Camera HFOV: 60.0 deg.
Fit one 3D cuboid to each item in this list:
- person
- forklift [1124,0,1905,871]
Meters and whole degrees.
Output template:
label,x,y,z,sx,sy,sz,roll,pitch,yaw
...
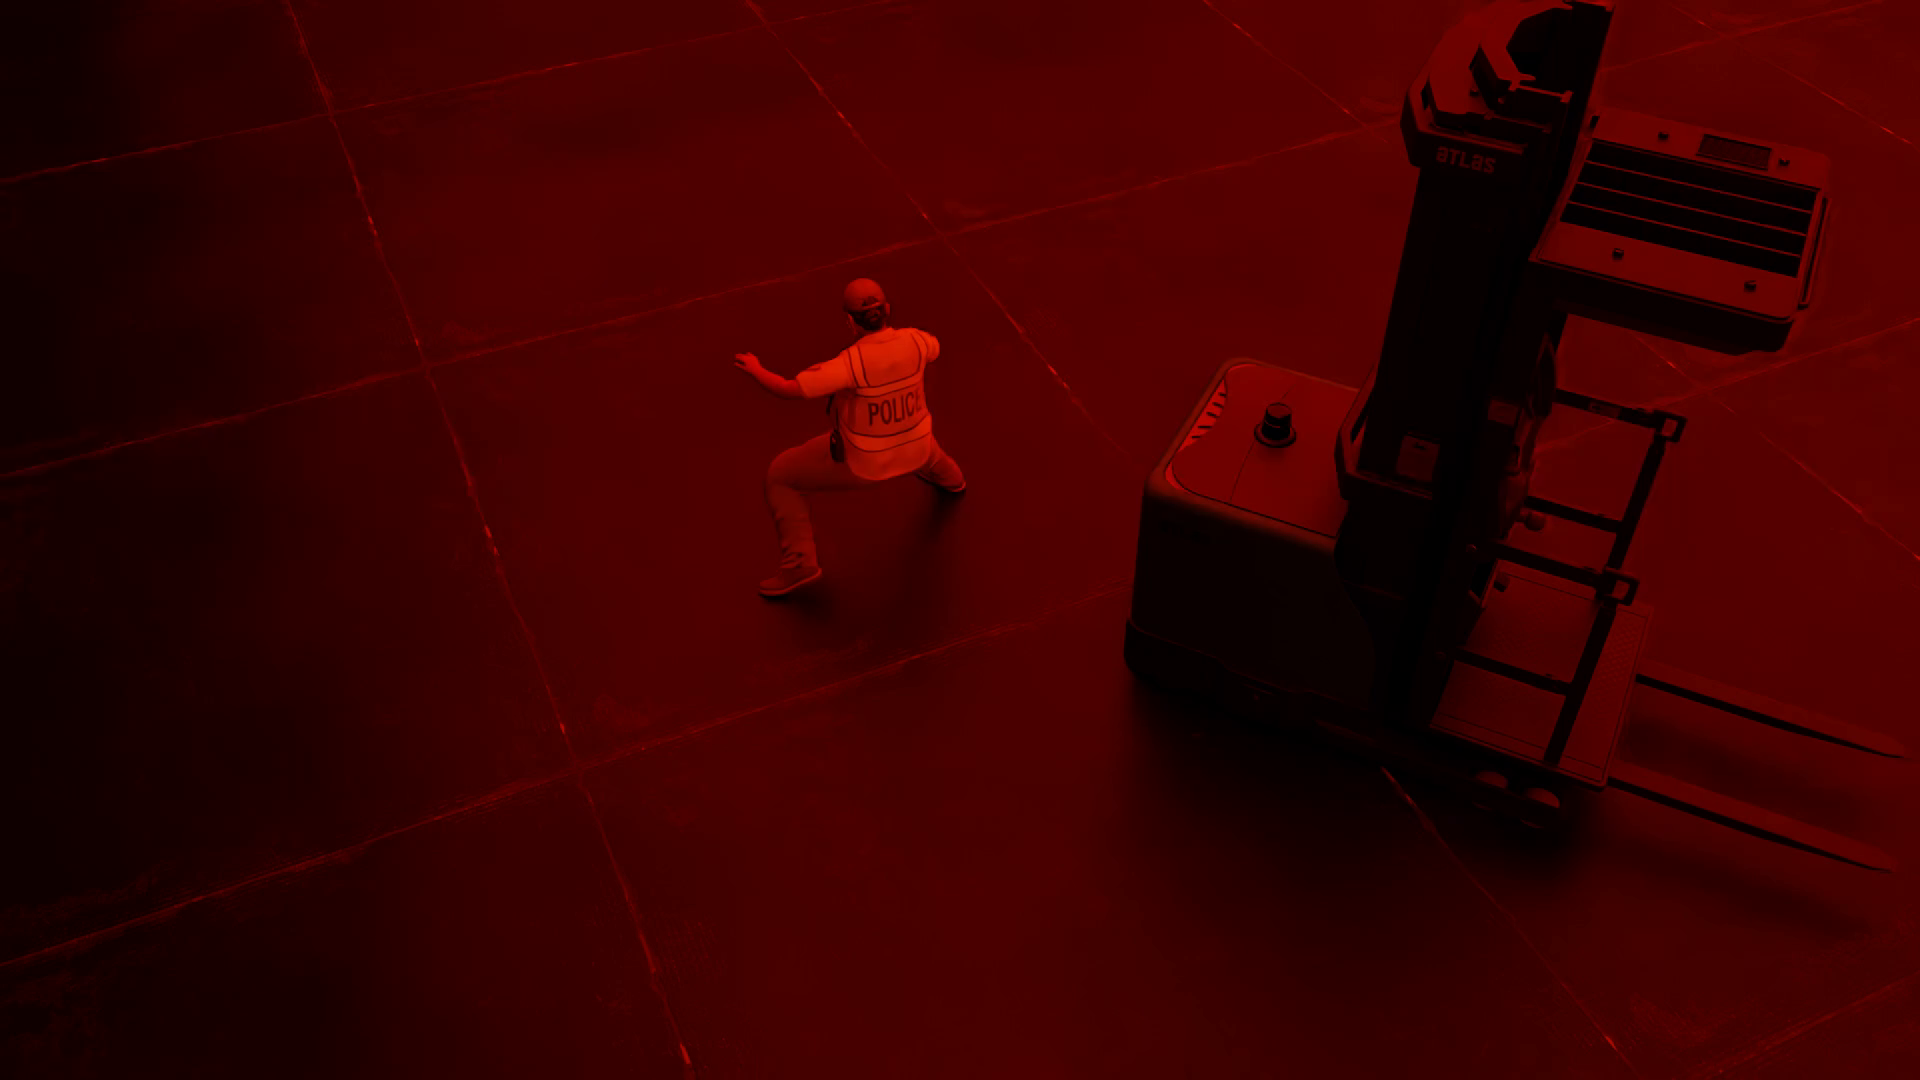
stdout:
label,x,y,z,sx,sy,sz,roll,pitch,yaw
person,-0.449,-0.534,7.343,1.196,1.442,0.668,-22,47,-22
forklift,2.260,-0.346,6.050,3.031,2.935,1.130,19,46,19
